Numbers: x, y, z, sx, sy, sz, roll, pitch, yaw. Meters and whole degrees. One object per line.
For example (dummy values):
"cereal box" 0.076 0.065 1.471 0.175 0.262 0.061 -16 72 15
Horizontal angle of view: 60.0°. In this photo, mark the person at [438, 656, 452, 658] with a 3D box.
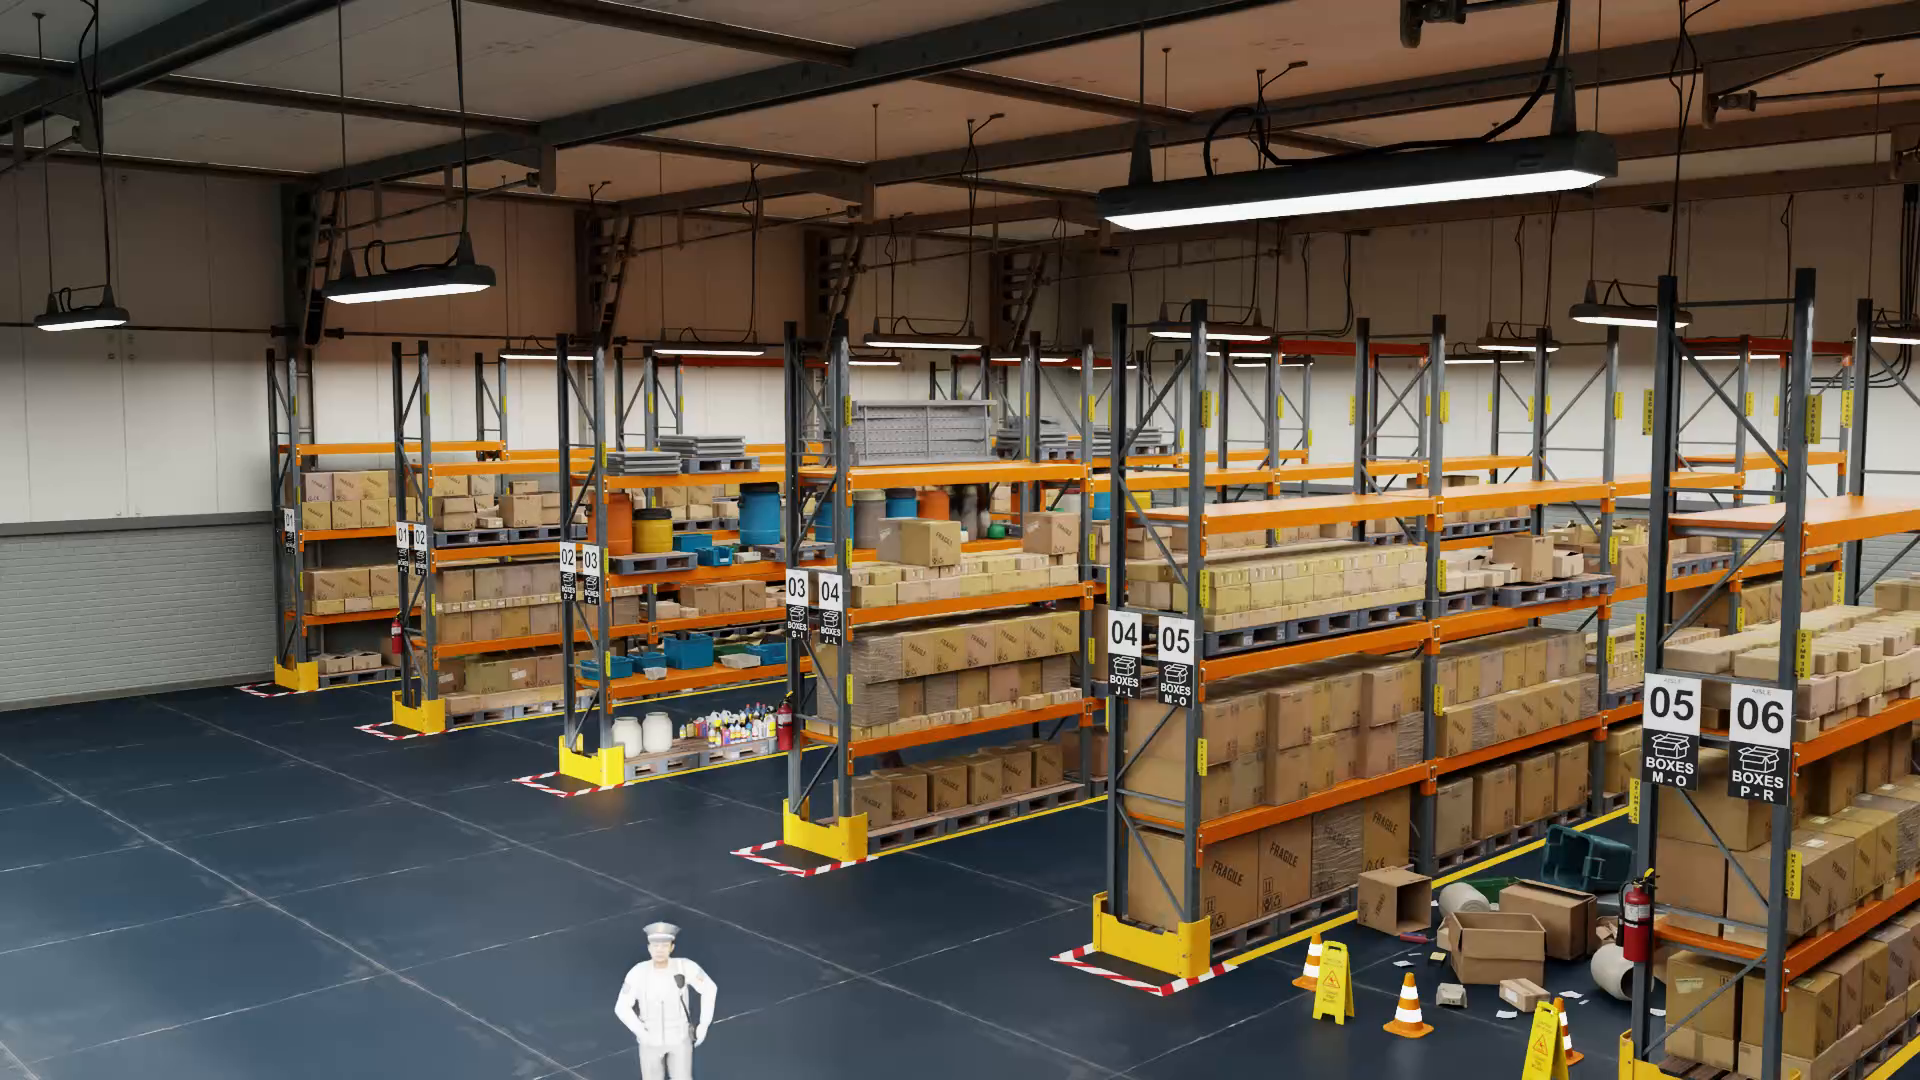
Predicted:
"person" -8.690 1.844 28.079 0.665 1.858 0.726 3 6 35

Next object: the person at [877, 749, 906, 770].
"person" -0.933 2.431 21.670 0.645 1.795 0.808 5 7 44

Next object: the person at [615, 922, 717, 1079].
"person" -1.969 3.379 11.110 0.668 1.656 0.513 0 5 -6
